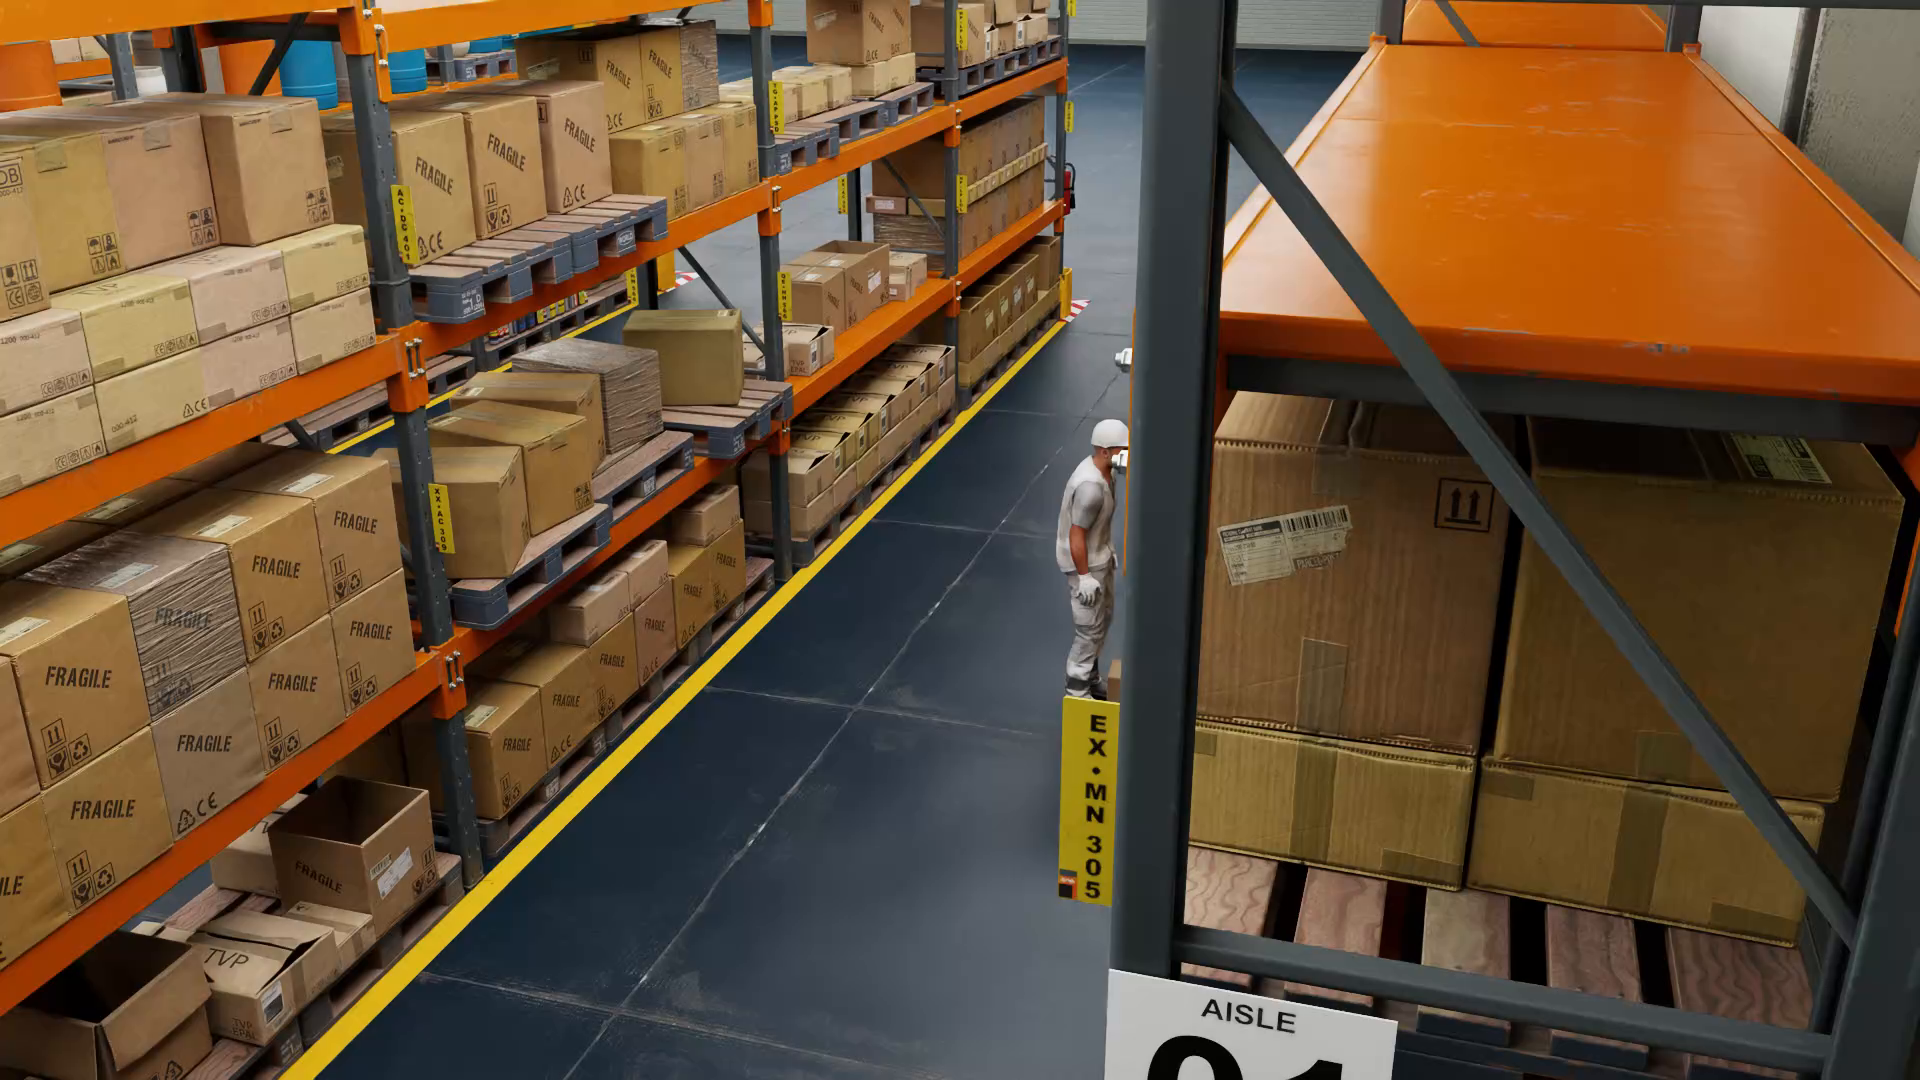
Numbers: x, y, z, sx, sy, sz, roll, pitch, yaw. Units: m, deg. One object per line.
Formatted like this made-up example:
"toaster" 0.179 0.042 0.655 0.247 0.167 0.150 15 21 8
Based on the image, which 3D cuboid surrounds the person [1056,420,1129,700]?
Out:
"person" 0.791 0.155 9.681 0.453 1.778 0.605 6 23 16
